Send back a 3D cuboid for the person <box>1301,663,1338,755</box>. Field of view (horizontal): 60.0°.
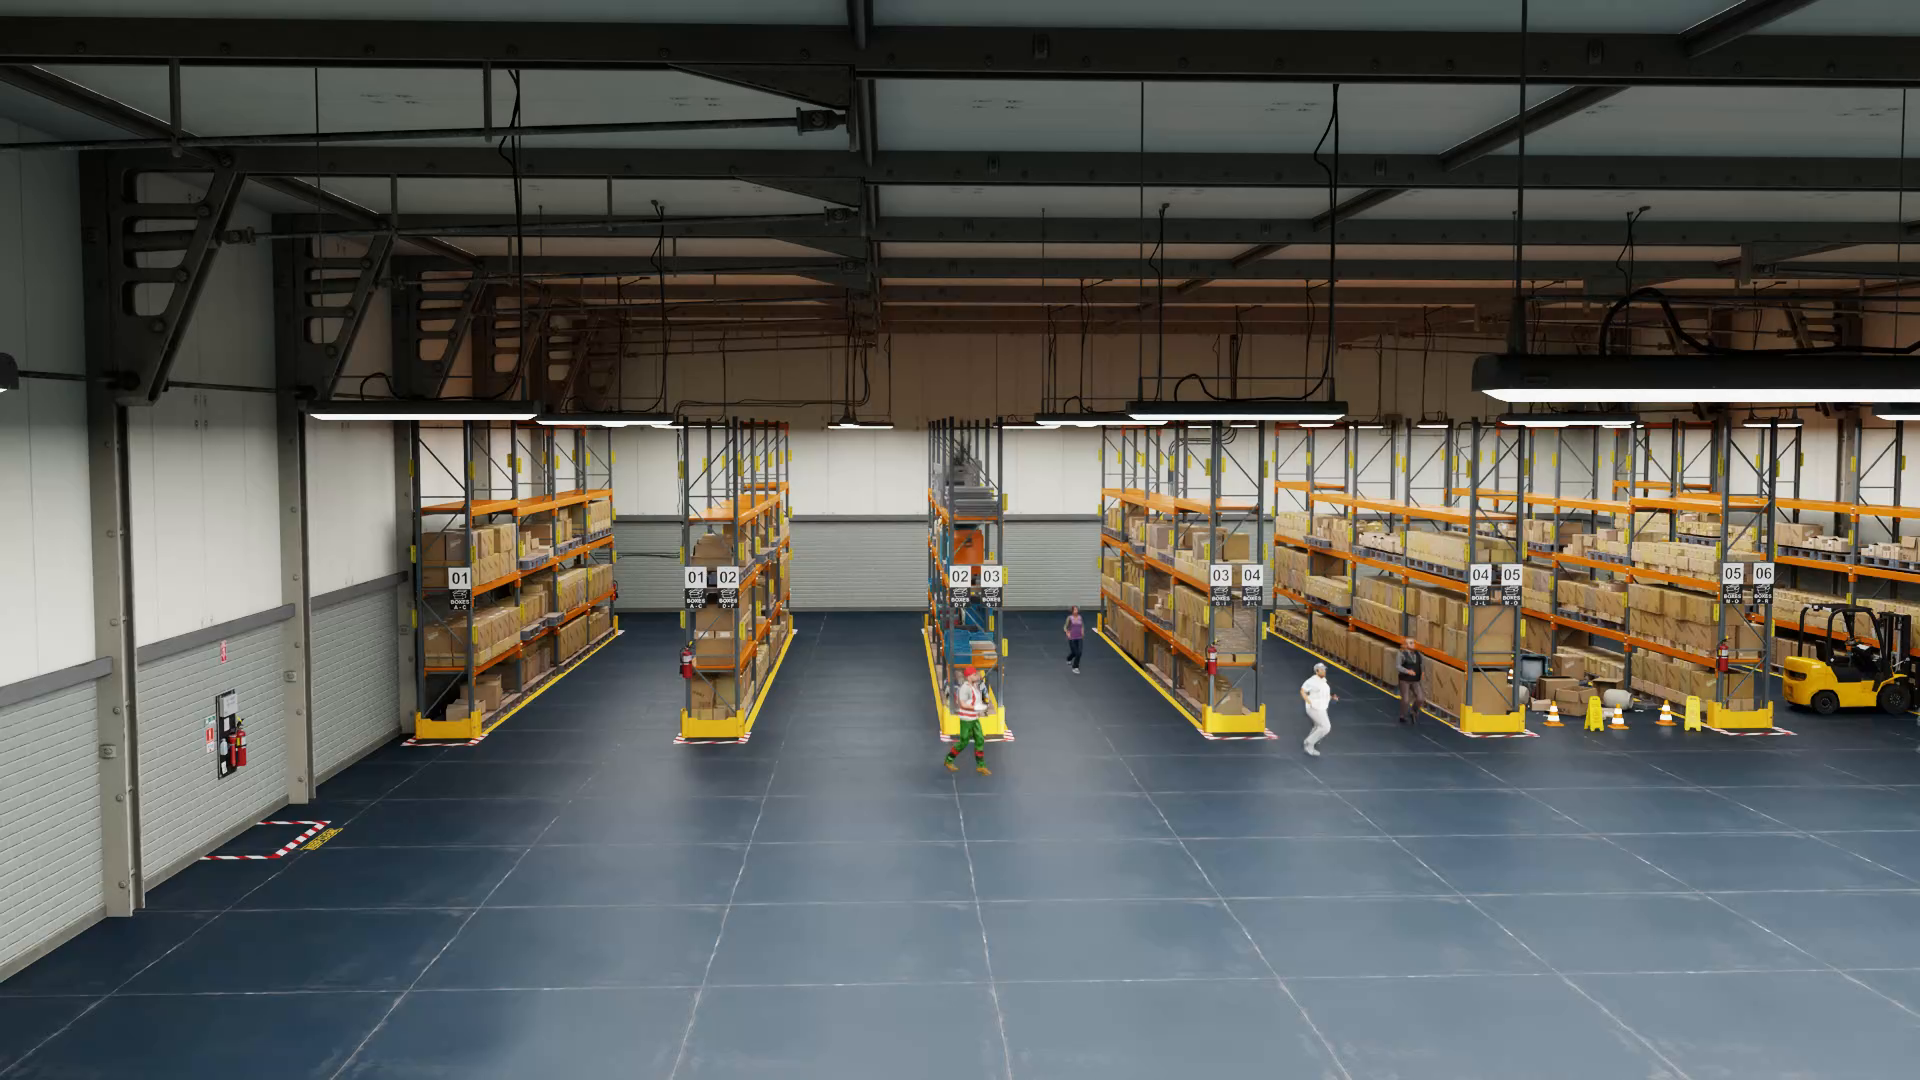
[{"bbox_3d":[6.367,2.983,29.379,0.592,1.633,0.586,3,5,35],"label":"person"}]

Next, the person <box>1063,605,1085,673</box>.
[{"bbox_3d":[2.668,2.299,38.677,0.537,1.557,0.561,-1,4,-18],"label":"person"}]

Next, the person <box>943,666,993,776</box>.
[{"bbox_3d":[0.138,3.013,27.723,0.854,1.829,0.684,2,4,23],"label":"person"}]

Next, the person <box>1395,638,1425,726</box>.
[{"bbox_3d":[8.768,2.773,32.291,0.685,1.739,0.692,-1,4,-10],"label":"person"}]
